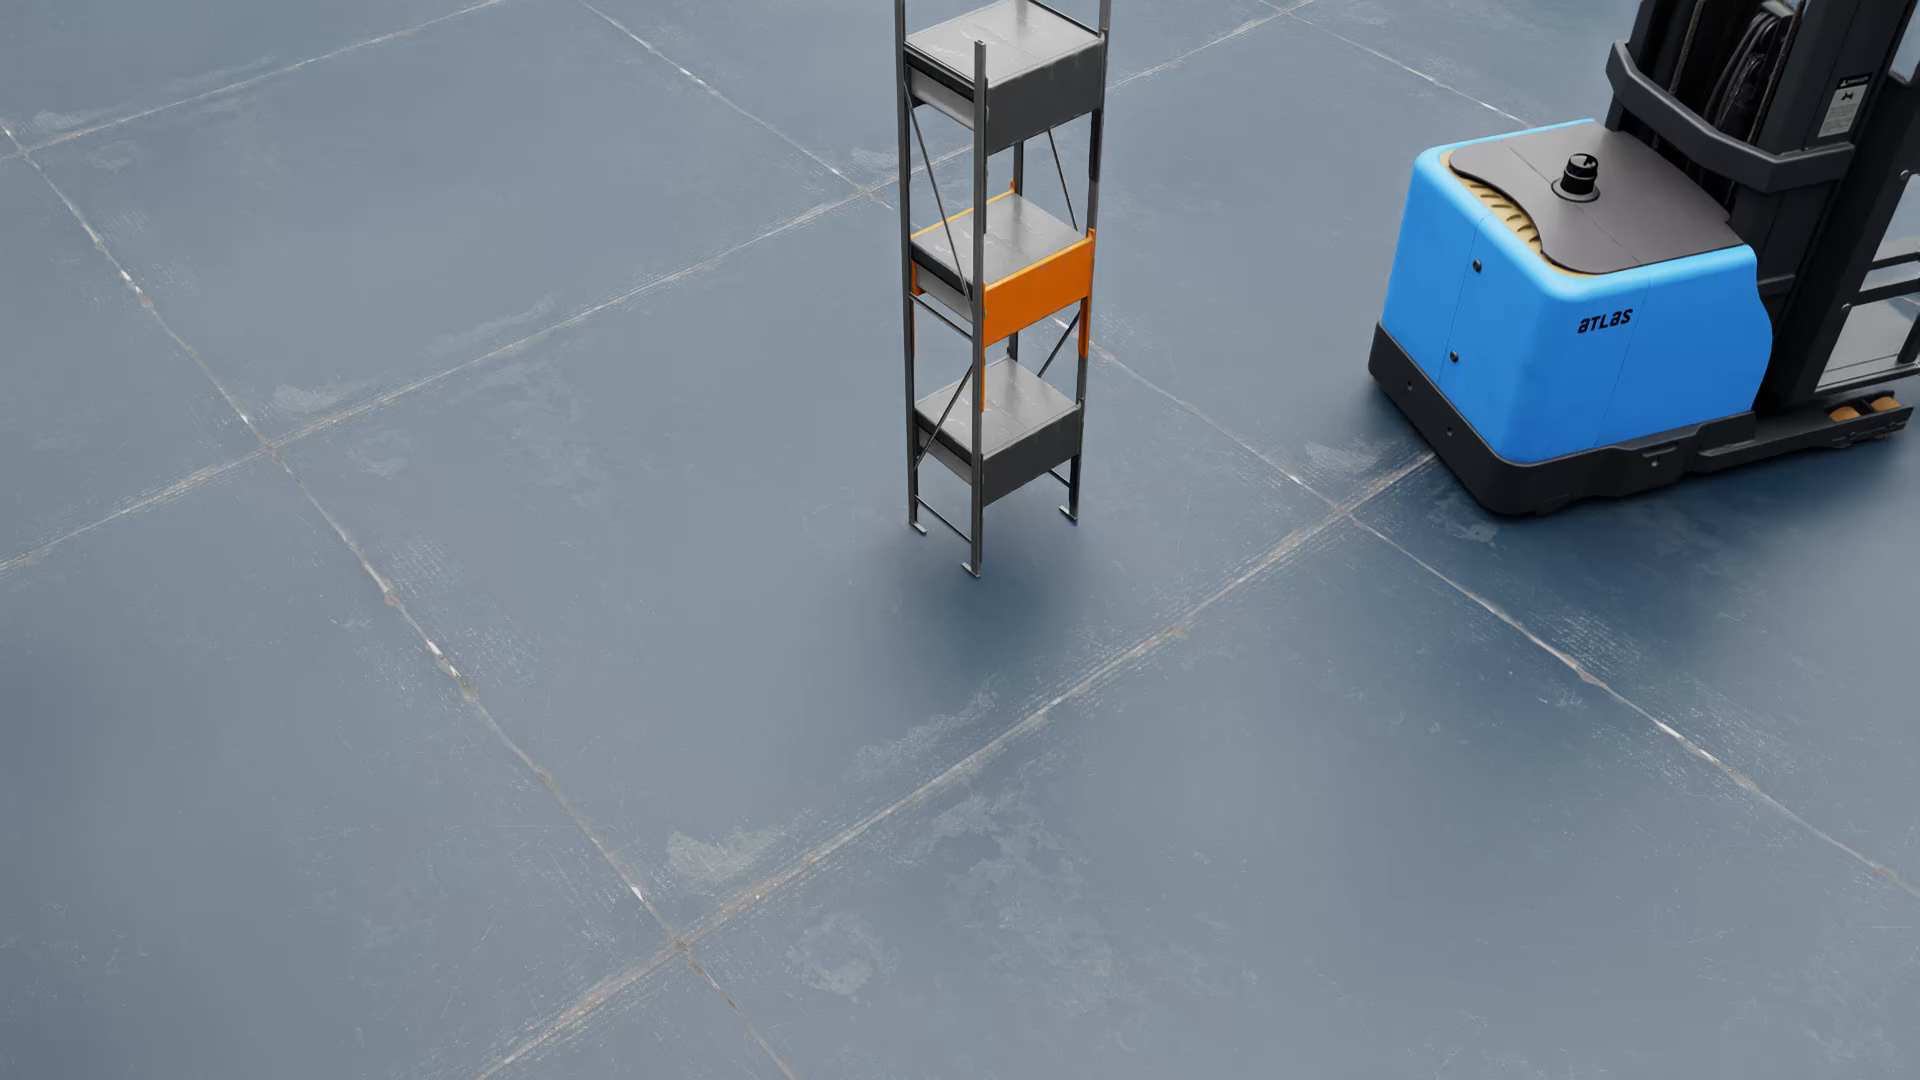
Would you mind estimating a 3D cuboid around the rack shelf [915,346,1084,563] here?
[{"bbox_3d":[0.127,-0.318,6.097,0.480,0.518,0.431,-30,51,-28],"label":"rack shelf"}]

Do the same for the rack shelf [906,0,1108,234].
[{"bbox_3d":[0.127,-1.338,5.139,0.480,0.518,0.431,-30,51,-28],"label":"rack shelf"}]

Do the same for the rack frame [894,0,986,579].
[{"bbox_3d":[-0.060,-0.731,5.494,0.015,2.100,0.400,-30,51,-28],"label":"rack frame"}]

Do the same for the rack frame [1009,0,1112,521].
[{"bbox_3d":[0.314,-0.945,5.723,0.015,2.100,0.400,-30,51,-28],"label":"rack frame"}]

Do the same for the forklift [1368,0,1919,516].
[{"bbox_3d":[3.268,-1.764,5.988,3.031,2.935,1.130,-13,45,-14],"label":"forklift"}]

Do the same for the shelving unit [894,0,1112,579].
[{"bbox_3d":[0.127,-0.838,5.609,0.503,2.100,0.431,-30,51,-28],"label":"shelving unit"}]

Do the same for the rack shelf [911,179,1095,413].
[{"bbox_3d":[0.127,-0.828,5.618,0.480,0.518,0.431,-30,51,-28],"label":"rack shelf"}]
